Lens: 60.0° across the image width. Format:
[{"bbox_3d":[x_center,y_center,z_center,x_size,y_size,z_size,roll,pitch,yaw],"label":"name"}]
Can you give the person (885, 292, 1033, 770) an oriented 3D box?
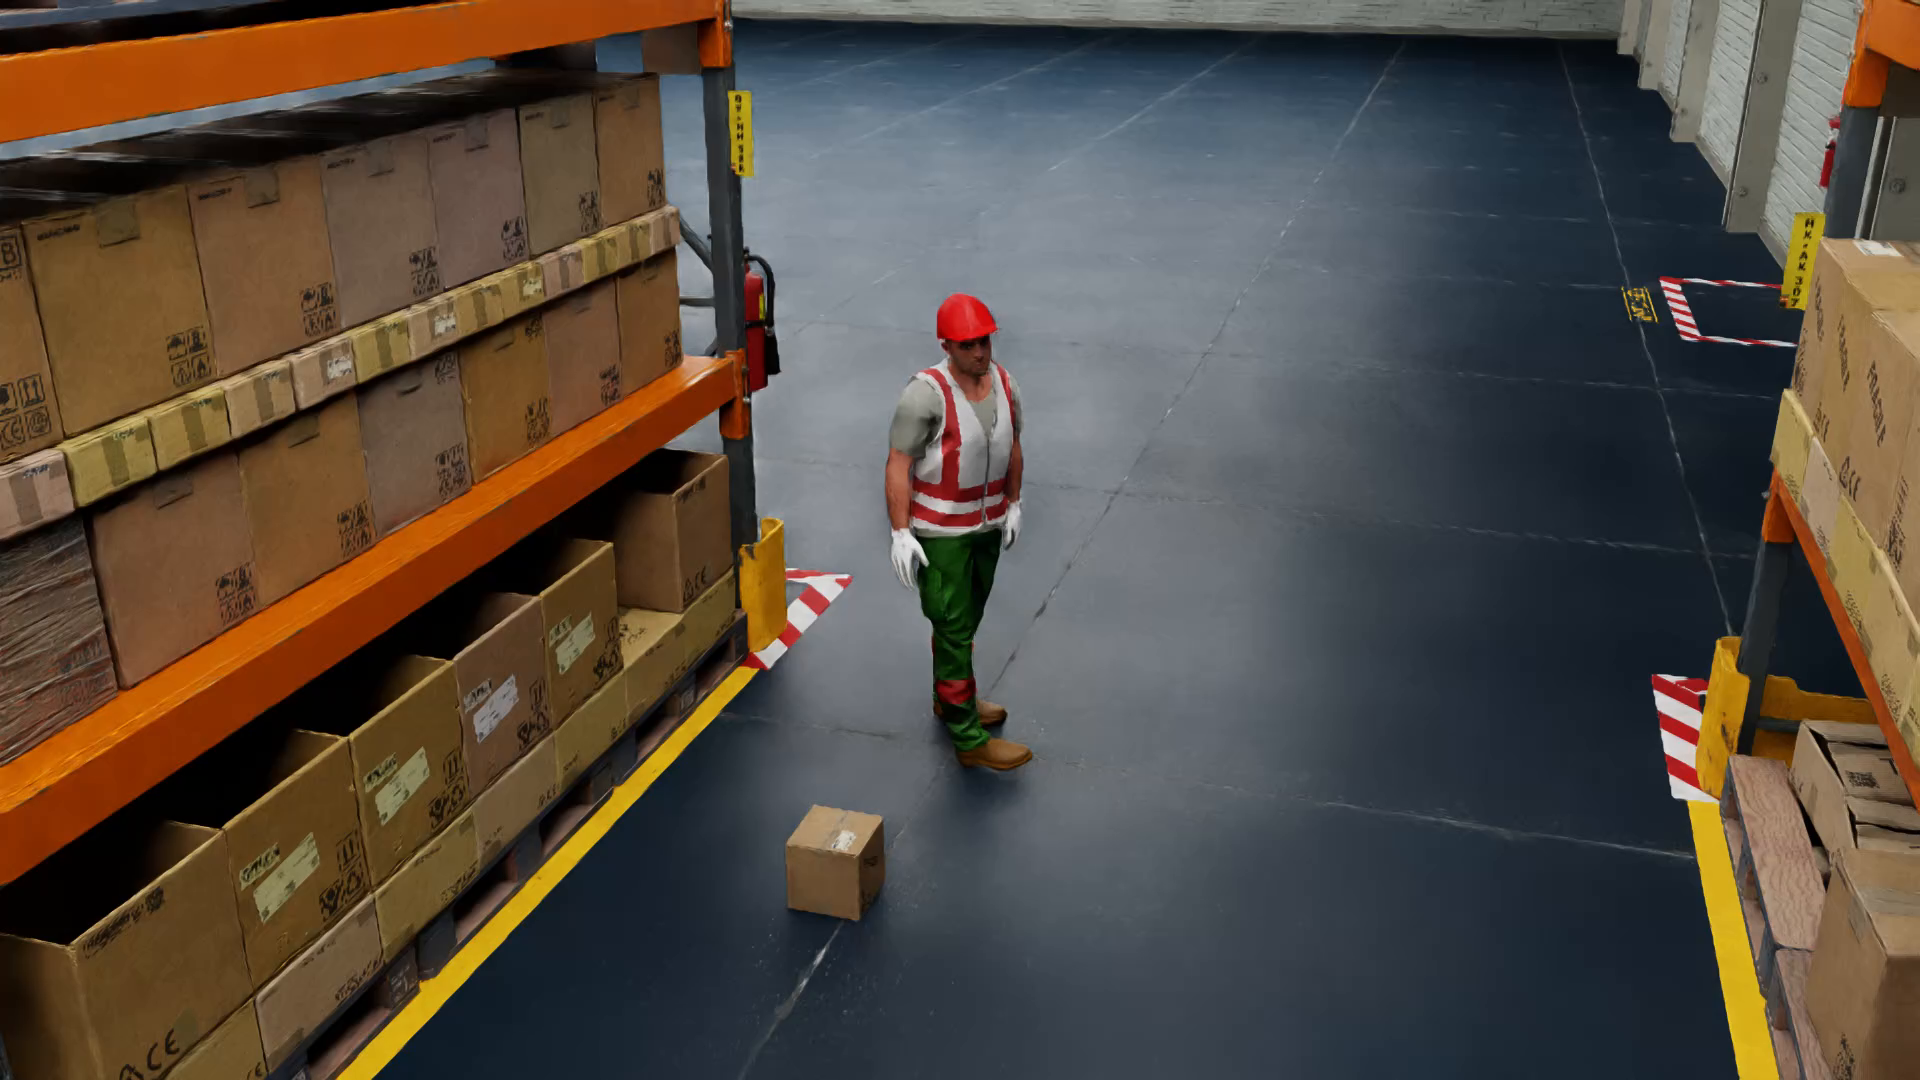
[{"bbox_3d":[0.031,-0.027,6.104,0.687,1.785,0.615,-20,29,-41],"label":"person"}]
